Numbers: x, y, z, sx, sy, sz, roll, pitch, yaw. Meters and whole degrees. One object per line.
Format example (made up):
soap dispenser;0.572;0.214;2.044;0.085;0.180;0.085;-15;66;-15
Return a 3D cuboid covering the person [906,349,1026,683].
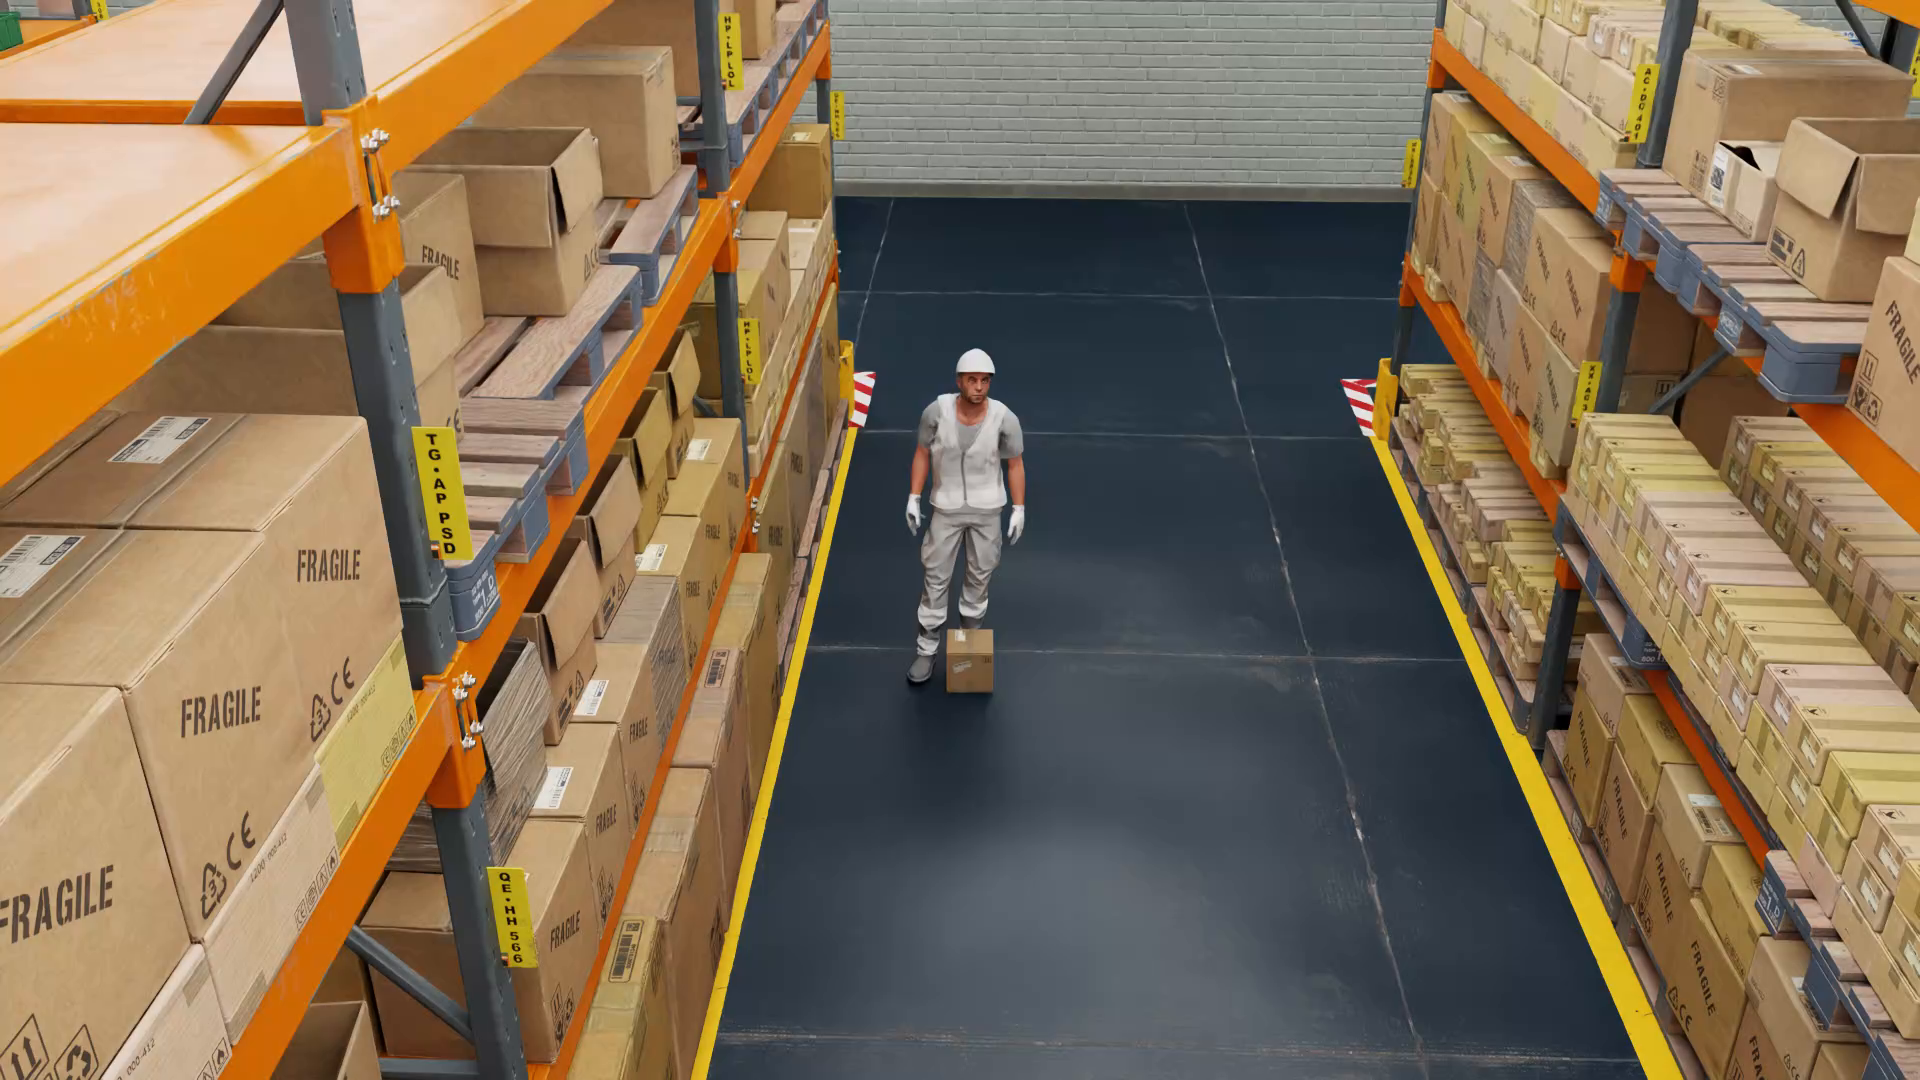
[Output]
person;0.027;-0.123;8.810;0.637;1.787;0.564;1;28;2
